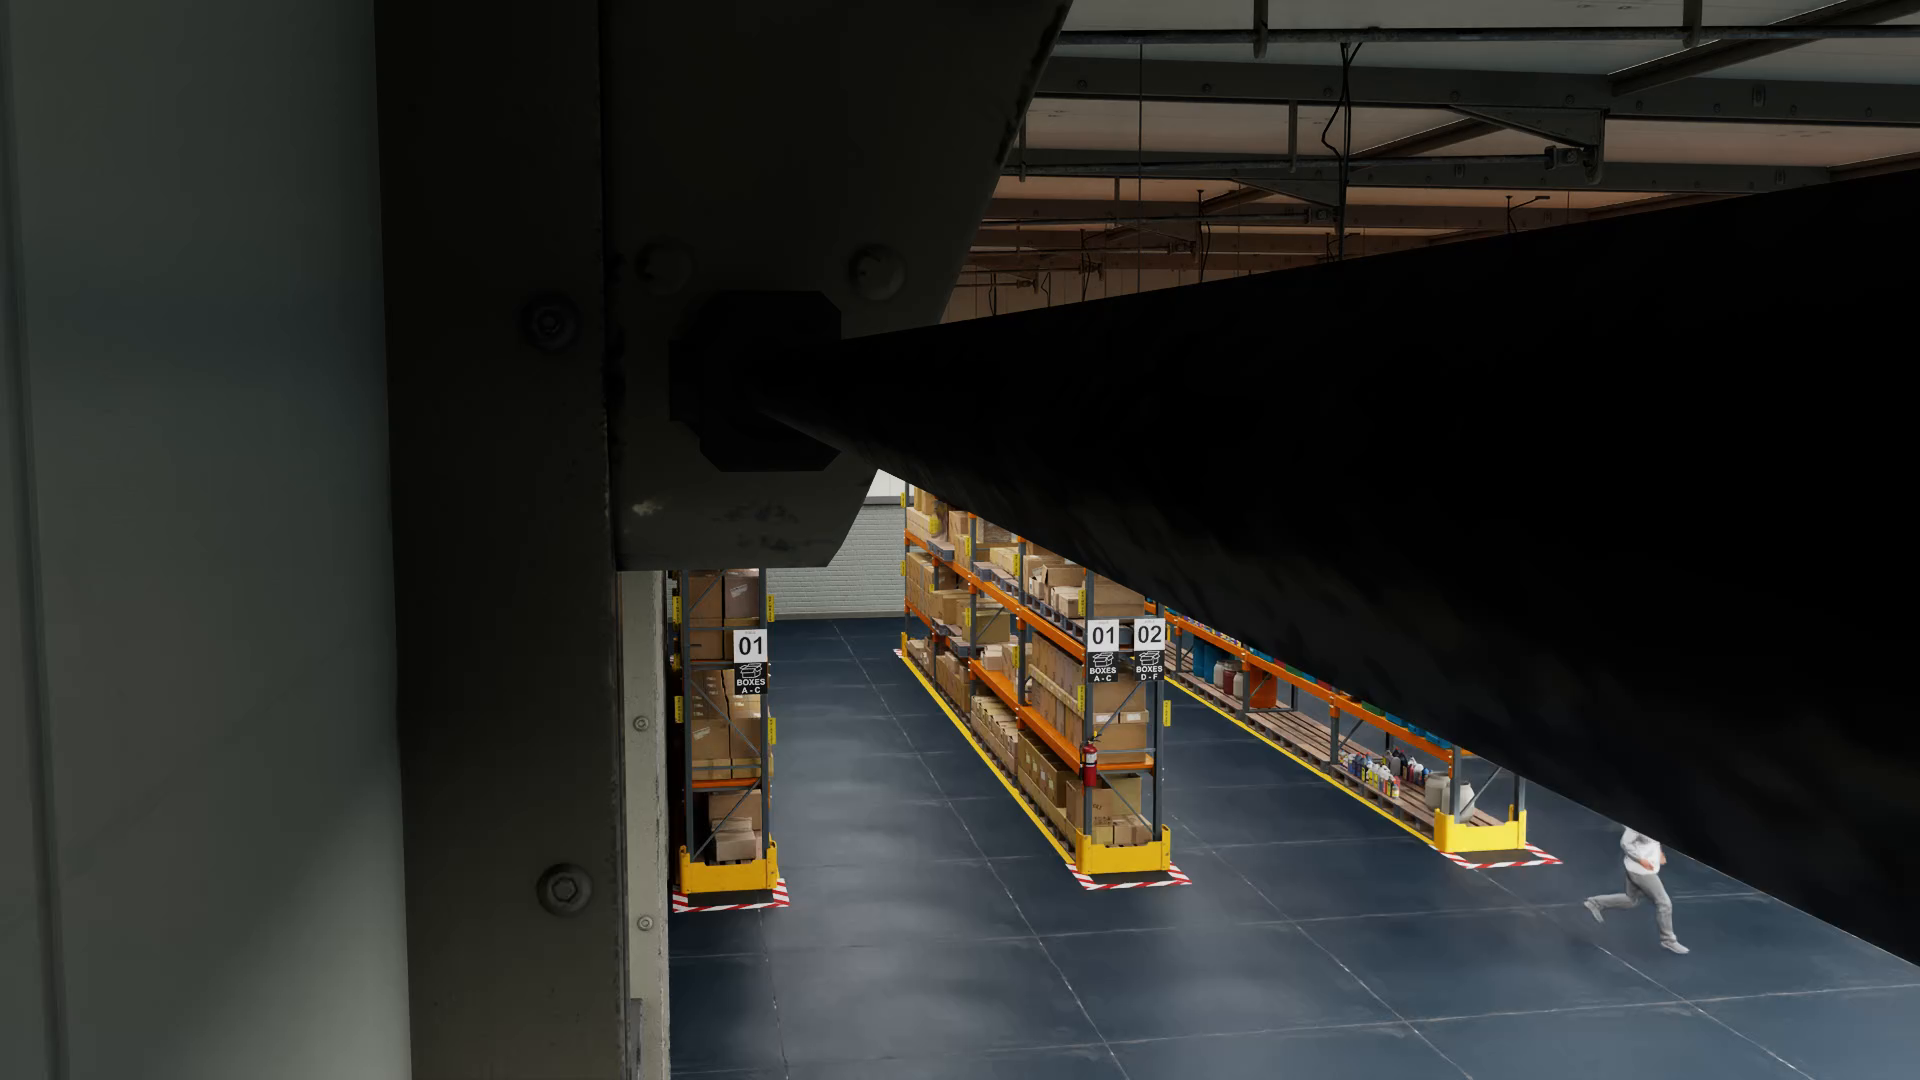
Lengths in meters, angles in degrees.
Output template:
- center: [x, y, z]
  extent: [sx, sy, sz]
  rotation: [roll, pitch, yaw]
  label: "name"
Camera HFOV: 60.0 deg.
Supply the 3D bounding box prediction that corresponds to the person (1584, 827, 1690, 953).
- center: [7.423, 3.595, 18.189]
  extent: [1.084, 1.768, 0.631]
  rotation: [2, 6, 16]
  label: "person"
